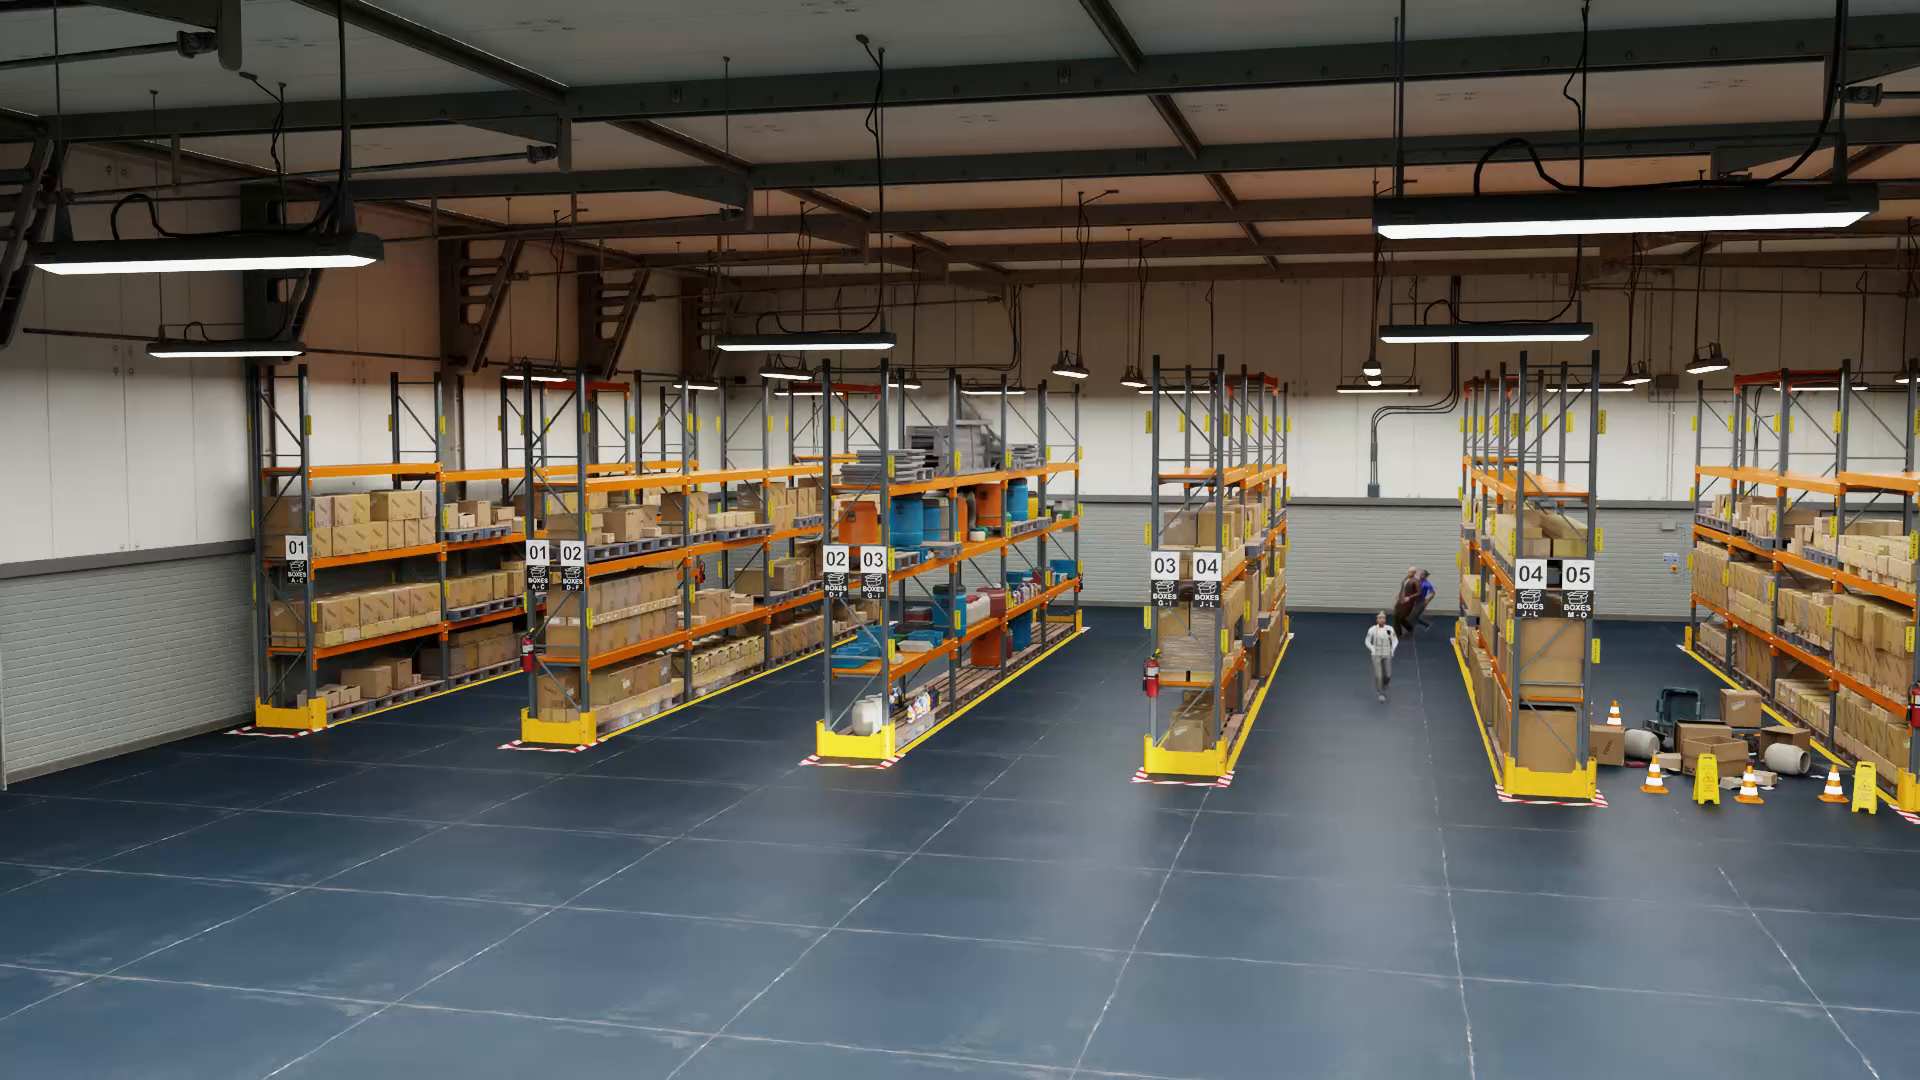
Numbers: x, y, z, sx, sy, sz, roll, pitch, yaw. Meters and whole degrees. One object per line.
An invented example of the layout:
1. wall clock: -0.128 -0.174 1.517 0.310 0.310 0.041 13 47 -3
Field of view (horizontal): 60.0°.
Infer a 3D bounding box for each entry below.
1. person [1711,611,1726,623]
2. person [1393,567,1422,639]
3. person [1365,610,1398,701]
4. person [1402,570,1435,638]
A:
1. person: 17.596 1.541 38.203 0.889 1.649 0.521 -3 5 -36
2. person: 10.446 1.481 38.748 0.718 1.725 0.742 -2 4 -26
3. person: 7.648 2.098 30.151 0.587 1.646 0.539 1 4 8
4. person: 10.864 1.501 39.120 0.828 1.606 0.642 -1 4 -16
